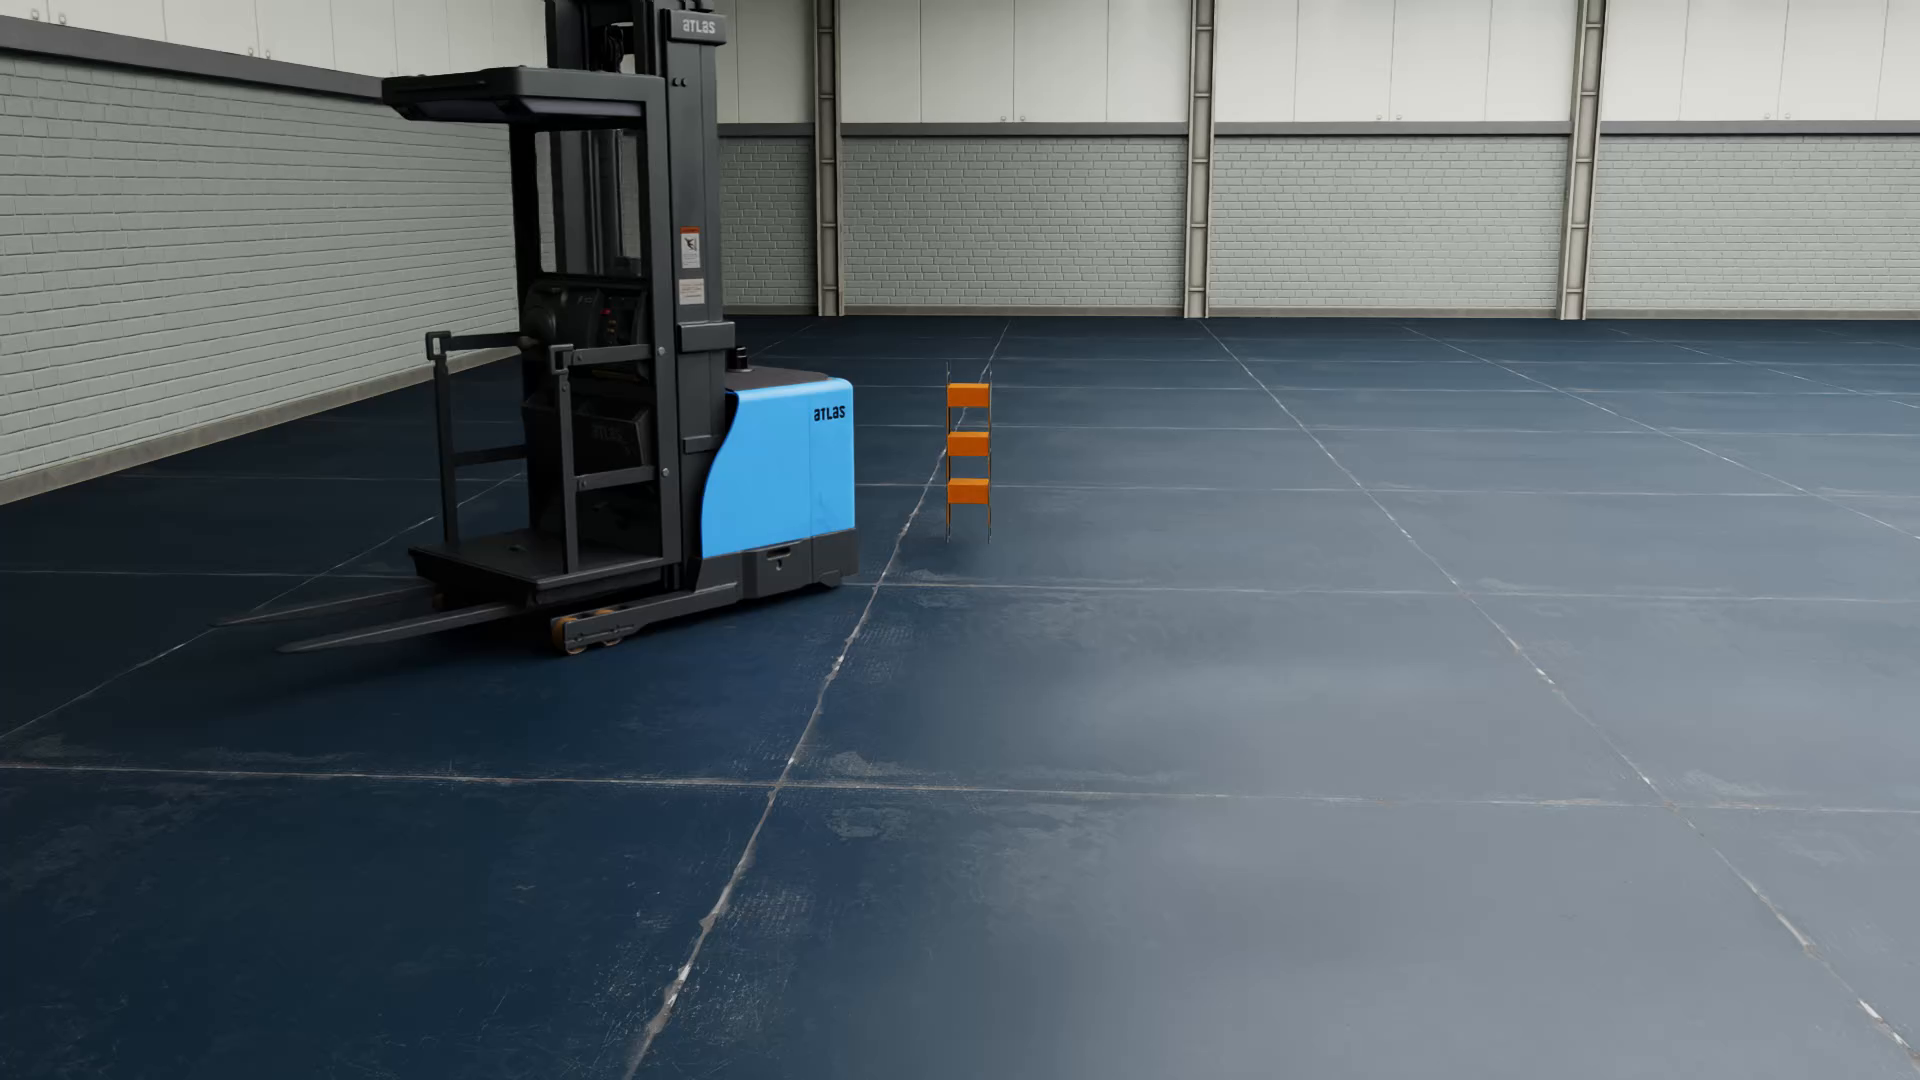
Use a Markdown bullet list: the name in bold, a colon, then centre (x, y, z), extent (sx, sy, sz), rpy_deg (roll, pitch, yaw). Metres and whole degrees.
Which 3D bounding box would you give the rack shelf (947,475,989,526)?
- **rack shelf**: centre (0.053, -0.231, 9.716), extent (0.240, 0.259, 0.215), rpy_deg (1, 12, 4)

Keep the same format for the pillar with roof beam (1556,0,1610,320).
- **pillar with roof beam**: centre (9.552, -7.089, 21.681), extent (0.400, 9.000, 9.100), rpy_deg (1, 12, 4)

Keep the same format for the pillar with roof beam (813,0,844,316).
- **pillar with roof beam**: centre (-2.422, -7.253, 22.466), extent (0.400, 9.000, 9.100), rpy_deg (1, 12, 4)

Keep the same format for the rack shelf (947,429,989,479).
- **rack shelf**: centre (0.053, -0.503, 9.659), extent (0.240, 0.259, 0.215), rpy_deg (1, 12, 4)

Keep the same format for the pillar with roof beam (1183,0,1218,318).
- **pillar with roof beam**: centre (3.565, -7.171, 22.073), extent (0.400, 9.000, 9.100), rpy_deg (1, 12, 4)

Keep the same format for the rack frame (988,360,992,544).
- **rack frame**: centre (0.175, -0.511, 9.649), extent (0.008, 1.050, 0.200), rpy_deg (1, 12, 4)

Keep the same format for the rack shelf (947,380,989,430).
- **rack shelf**: centre (0.053, -0.781, 9.601), extent (0.240, 0.259, 0.215), rpy_deg (1, 12, 4)

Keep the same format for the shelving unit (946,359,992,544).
- **shelving unit**: centre (0.053, -0.513, 9.657), extent (0.252, 1.050, 0.215), rpy_deg (1, 12, 4)

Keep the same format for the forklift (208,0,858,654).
- **forklift**: centre (-1.896, -1.047, 7.613), extent (1.130, 2.935, 3.031), rpy_deg (11, 16, 42)

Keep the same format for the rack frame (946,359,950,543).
- **rack frame**: centre (-0.068, -0.515, 9.665), extent (0.008, 1.050, 0.200), rpy_deg (1, 12, 4)
